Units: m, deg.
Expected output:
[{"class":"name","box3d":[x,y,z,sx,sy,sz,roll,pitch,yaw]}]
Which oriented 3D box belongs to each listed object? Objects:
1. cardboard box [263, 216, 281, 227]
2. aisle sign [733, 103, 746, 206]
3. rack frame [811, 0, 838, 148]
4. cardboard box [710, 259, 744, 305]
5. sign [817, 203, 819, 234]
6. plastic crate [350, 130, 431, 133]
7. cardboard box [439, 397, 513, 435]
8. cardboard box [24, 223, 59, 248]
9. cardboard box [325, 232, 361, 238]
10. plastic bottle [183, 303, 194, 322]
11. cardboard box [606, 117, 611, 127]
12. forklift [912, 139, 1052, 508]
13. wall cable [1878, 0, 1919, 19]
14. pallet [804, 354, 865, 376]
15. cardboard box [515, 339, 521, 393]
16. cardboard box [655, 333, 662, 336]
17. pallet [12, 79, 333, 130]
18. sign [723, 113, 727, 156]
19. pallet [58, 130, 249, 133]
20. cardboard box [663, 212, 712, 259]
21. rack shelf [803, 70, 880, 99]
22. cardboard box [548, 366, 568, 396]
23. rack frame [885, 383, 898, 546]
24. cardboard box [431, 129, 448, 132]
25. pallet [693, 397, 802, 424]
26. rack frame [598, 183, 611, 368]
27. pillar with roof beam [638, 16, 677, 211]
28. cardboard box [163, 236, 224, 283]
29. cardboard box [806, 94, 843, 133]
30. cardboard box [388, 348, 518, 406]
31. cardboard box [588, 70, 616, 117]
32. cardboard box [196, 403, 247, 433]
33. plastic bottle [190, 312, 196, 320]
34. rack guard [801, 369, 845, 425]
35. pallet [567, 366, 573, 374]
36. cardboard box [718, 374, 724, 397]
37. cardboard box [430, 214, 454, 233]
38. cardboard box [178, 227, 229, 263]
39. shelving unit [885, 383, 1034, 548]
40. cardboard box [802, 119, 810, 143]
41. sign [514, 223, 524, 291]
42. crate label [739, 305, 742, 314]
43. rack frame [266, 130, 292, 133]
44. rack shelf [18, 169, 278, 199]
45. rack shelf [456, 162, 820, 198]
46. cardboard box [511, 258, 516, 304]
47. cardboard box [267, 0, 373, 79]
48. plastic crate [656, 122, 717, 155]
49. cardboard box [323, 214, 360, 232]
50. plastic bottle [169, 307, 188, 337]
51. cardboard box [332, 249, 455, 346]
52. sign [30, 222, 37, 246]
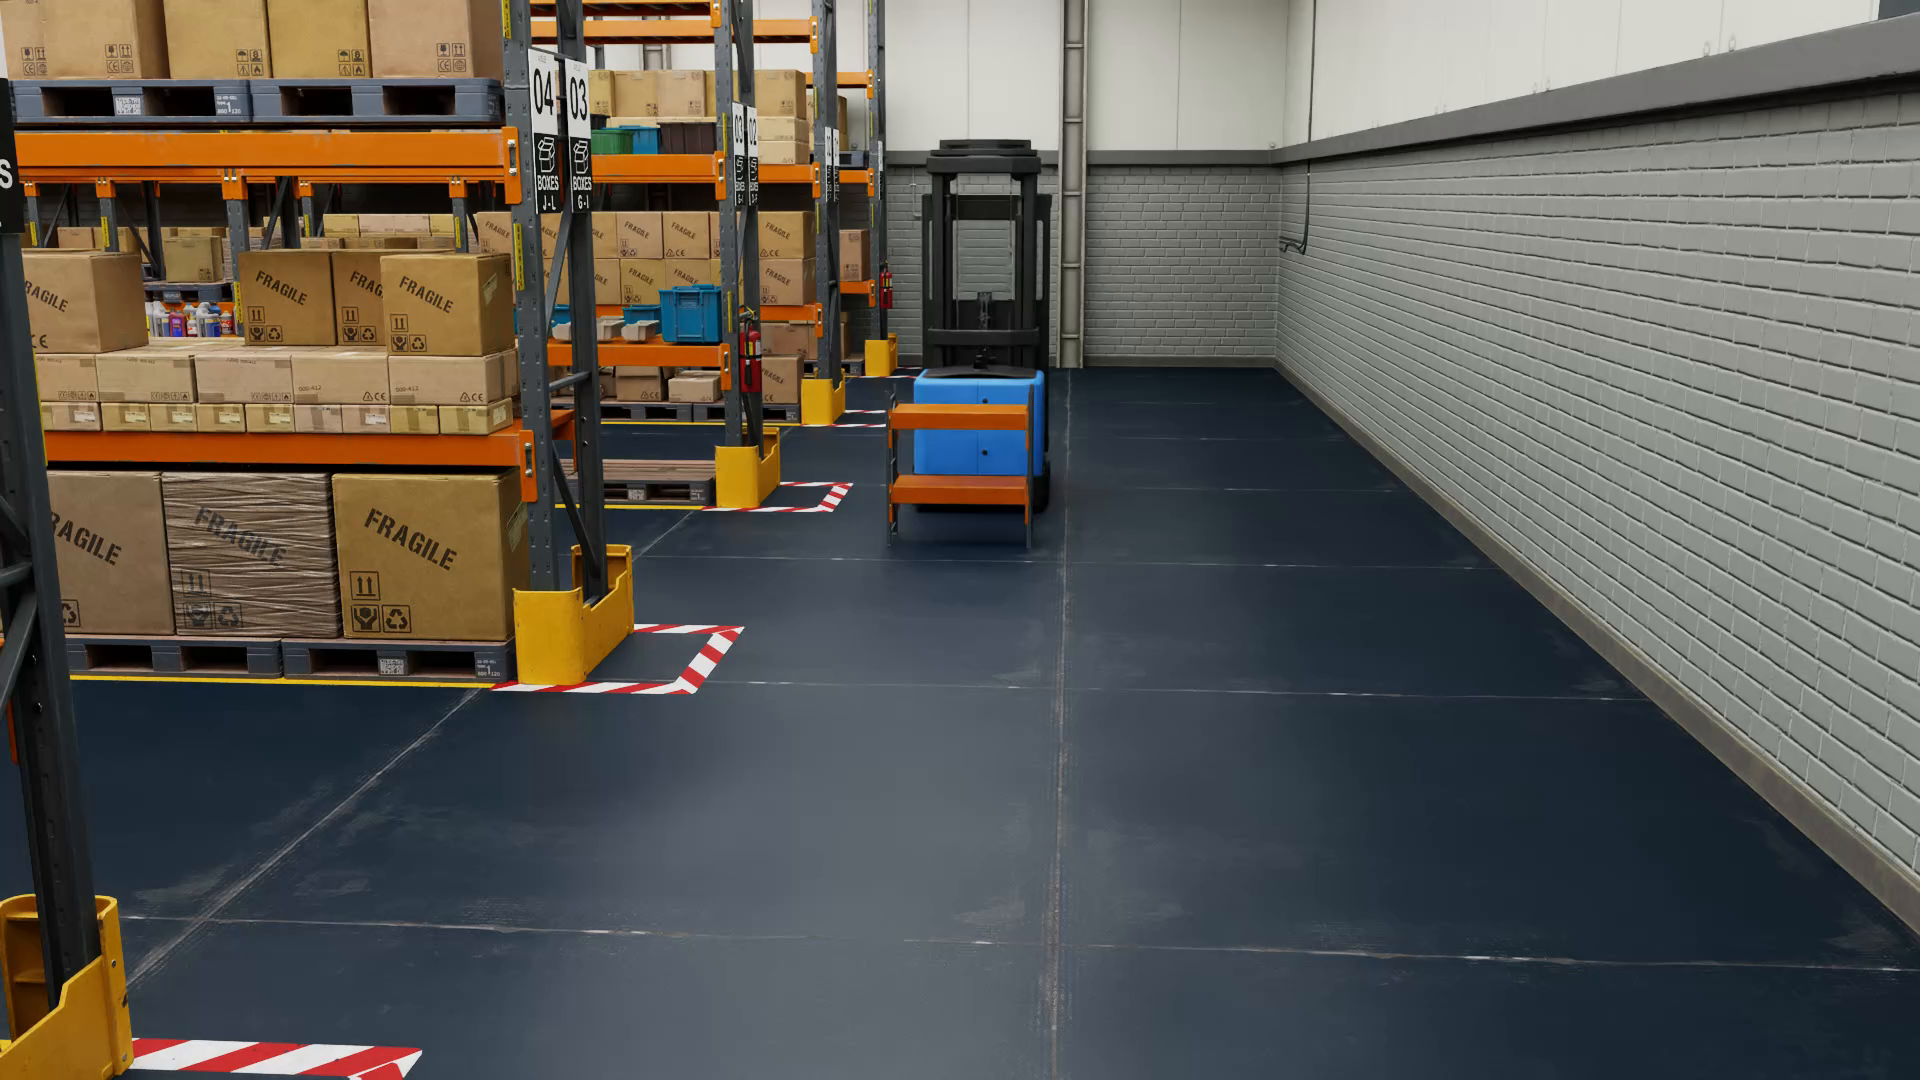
[{"class":"cardboard box","box3d":[-9.792,-4.559,23.832,0.250,0.149,0.380,-1,12,-6]},{"class":"aisle sign","box3d":[-1.752,-3.055,13.198,0.004,0.787,0.394,1,12,4]},{"class":"rack frame","box3d":[-1.469,-5.792,17.979,0.127,3.000,1.000,1,12,4]},{"class":"cardboard box","box3d":[-2.452,-2.861,18.377,0.500,0.500,0.500,1,12,4]},{"class":"sign","box3d":[-1.526,-3.464,17.901,0.005,0.325,0.100,1,12,4]},{"class":"plastic crate","box3d":[-4.574,-3.230,13.374,0.590,0.269,0.497,1,12,4]},{"class":"cardboard box","box3d":[-2.512,-0.646,8.646,0.250,0.149,0.380,1,12,5]},{"class":"cardboard box","box3d":[-13.570,-4.384,24.387,0.500,0.500,0.500,1,12,2]},{"class":"cardboard box","box3d":[-8.657,-4.122,23.630,0.500,0.500,0.500,1,12,5]},{"class":"plastic bottle","box3d":[-6.710,-1.932,14.491,0.097,0.271,0.097,0,12,0]},{"class":"cardboard box","box3d":[-3.995,-4.477,18.162,0.500,0.250,0.500,1,12,4]},{"class":"forklift","box3d":[0.237,-1.945,14.410,1.130,2.935,3.031,1,12,4]},{"class":"wall cable","box3d":[3.277,-4.561,4.239,0.120,5.999,2.277,1,12,4]},{"class":"pallet","box3d":[-1.945,-2.498,23.692,1.213,0.211,1.003,1,12,4]},{"class":"cardboard box","box3d":[-2.596,-0.966,9.198,0.500,0.250,0.500,0,12,2]},{"class":"cardboard box","box3d":[-4.394,-2.873,23.756,0.500,0.500,0.700,1,12,4]},{"class":"pallet","box3d":[-4.096,-2.281,8.736,1.213,0.211,1.003,1,12,4]},{"class":"sign","box3d":[-1.825,-3.148,12.921,0.005,0.325,0.100,1,12,4]},{"class":"pallet","box3d":[-6.584,-3.265,13.685,1.003,0.211,1.213,1,12,4]},{"class":"cardboard box","box3d":[-2.953,-3.357,18.302,0.500,0.500,0.500,1,12,5]},{"class":"rack shelf","box3d":[-3.137,-6.283,23.062,4.000,0.370,1.077,1,12,4]},{"class":"cardboard box","box3d":[-4.873,-1.952,19.305,0.500,0.500,0.500,1,12,4]},{"class":"rack frame","box3d":[-0.500,-0.557,12.186,0.032,1.125,0.500,1,12,4]},{"class":"cardboard box","box3d":[-5.958,-4.704,18.589,0.600,0.600,0.600,0,12,-2]},{"class":"pallet","box3d":[-2.341,-1.502,18.935,1.213,0.211,1.003,1,12,4]},{"class":"rack frame","box3d":[-5.133,-3.922,23.693,0.127,3.000,1.000,1,12,4]},{"class":"pillar with roof beam","box3d":[-4.664,-6.146,19.673,0.400,9.000,9.100,1,12,4]},{"class":"cardboard box","box3d":[-8.816,-3.234,19.132,0.500,0.500,0.700,-3,12,-15]},{"class":"cardboard box","box3d":[-1.890,-5.838,22.791,0.500,0.500,0.500,1,12,4]},{"class":"cardboard box","box3d":[-2.636,-0.856,8.676,0.500,0.250,0.500,1,12,3]},{"class":"cardboard box","box3d":[-3.984,-4.877,18.242,0.500,0.500,0.700,1,12,4]},{"class":"cardboard box","box3d":[-3.790,-0.664,8.728,0.250,0.149,0.380,1,12,4]},{"class":"plastic bottle","box3d":[-6.586,-1.865,14.341,0.097,0.201,0.097,0,12,0]},{"class":"rack guard","box3d":[-1.545,-1.633,18.854,0.348,0.500,1.175,1,12,4]},{"class":"pallet","box3d":[-5.908,-2.553,23.955,1.213,0.211,1.003,1,12,4]},{"class":"cardboard box","box3d":[-2.492,-1.797,19.175,0.500,0.250,0.500,1,12,4]},{"class":"cardboard box","box3d":[-7.143,-4.471,23.463,0.500,0.250,0.500,1,12,3]},{"class":"cardboard box","box3d":[-10.838,-4.258,23.980,0.500,0.500,0.700,1,12,4]},{"class":"shelving unit","box3d":[0.007,-0.550,12.152,1.048,1.125,0.538,1,12,4]},{"class":"cardboard box","box3d":[-1.964,-4.555,18.538,0.500,0.250,0.500,1,12,4]},{"class":"sign","box3d":[-2.185,-1.404,8.246,0.005,0.325,0.100,1,12,4]},{"class":"crate label","box3d":[-2.028,-1.862,14.104,0.303,0.233,0.416,1,12,4]},{"class":"rack frame","box3d":[-5.795,-4.835,13.403,0.127,3.000,1.000,1,12,4]},{"class":"rack shelf","box3d":[-7.791,-3.042,13.914,4.000,0.370,1.077,1,12,4]},{"class":"rack shelf","box3d":[-3.465,-3.999,18.490,4.000,0.370,1.077,1,12,4]},{"class":"cardboard box","box3d":[-4.970,-2.897,18.545,0.500,0.500,0.500,1,12,5]},{"class":"cardboard box","box3d":[-3.211,-2.632,8.684,0.500,0.500,0.700,0,12,2]},{"class":"plastic crate","box3d":[-2.170,-3.310,13.759,0.590,0.269,0.497,1,12,4]},{"class":"cardboard box","box3d":[-8.660,-4.489,23.551,0.500,0.250,0.500,1,12,5]},{"class":"plastic bottle","box3d":[-6.444,-1.774,13.710,0.133,0.283,0.061,1,12,4]},{"class":"cardboard box","box3d":[-3.095,-1.340,9.154,0.500,0.500,0.500,0,12,2]},{"class":"sign","box3d":[-13.144,-4.344,23.597,0.005,0.325,0.100,1,12,4]}]
